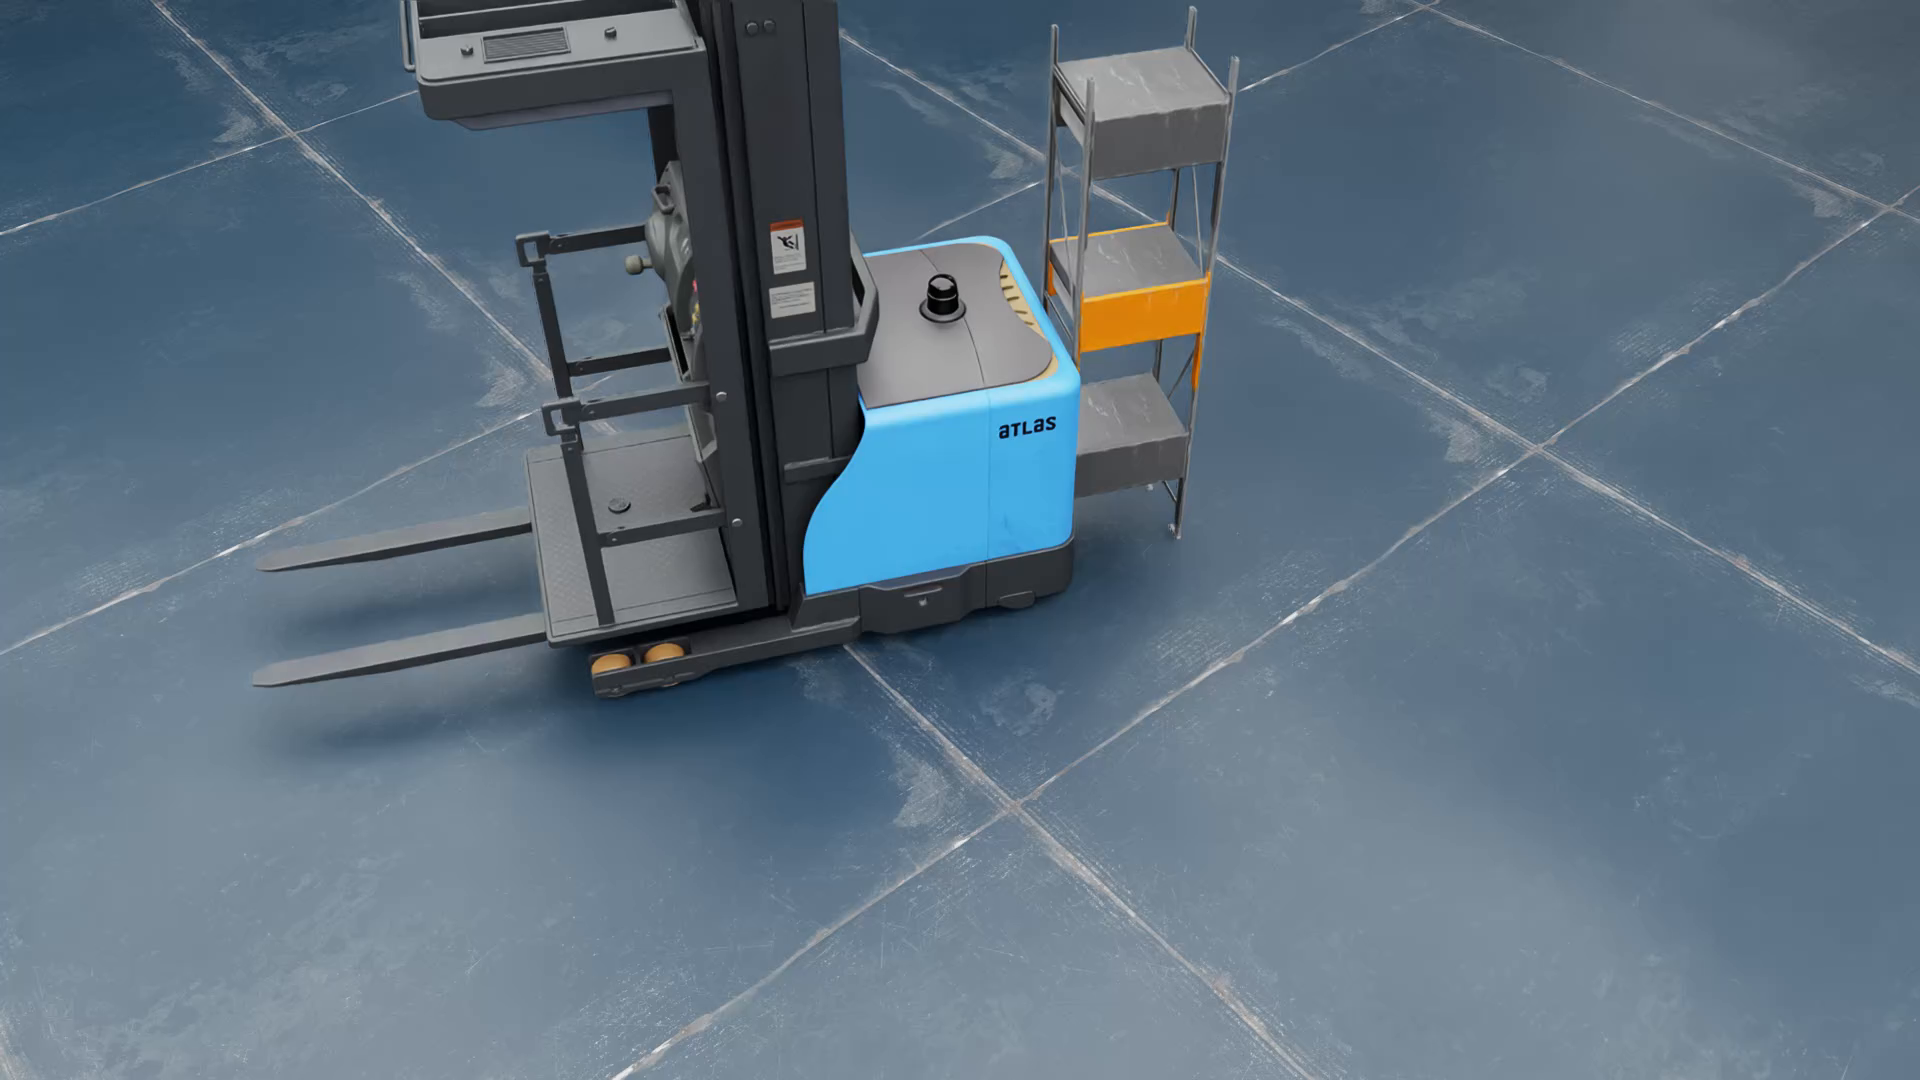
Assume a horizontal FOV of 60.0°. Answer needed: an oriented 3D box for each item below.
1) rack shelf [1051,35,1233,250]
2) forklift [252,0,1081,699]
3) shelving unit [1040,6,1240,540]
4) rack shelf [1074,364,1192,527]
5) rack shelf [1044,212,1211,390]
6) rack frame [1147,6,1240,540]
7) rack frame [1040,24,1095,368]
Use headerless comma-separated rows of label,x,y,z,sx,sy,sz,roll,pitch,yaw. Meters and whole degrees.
rack shelf,0.598,-1.353,5.654,0.480,0.518,0.431,-11,44,-11
forklift,-1.136,-0.892,5.559,3.031,2.935,1.130,-11,44,-11
shelving unit,0.598,-0.853,6.124,0.503,2.100,0.431,-11,44,-11
rack shelf,0.598,-0.333,6.613,0.480,0.518,0.431,-11,44,-11
rack shelf,0.598,-0.843,6.134,0.480,0.518,0.431,-11,44,-11
rack frame,0.833,-0.898,6.173,0.015,2.100,0.400,-11,44,-11
rack frame,0.363,-0.808,6.076,0.015,2.100,0.400,-11,44,-11
